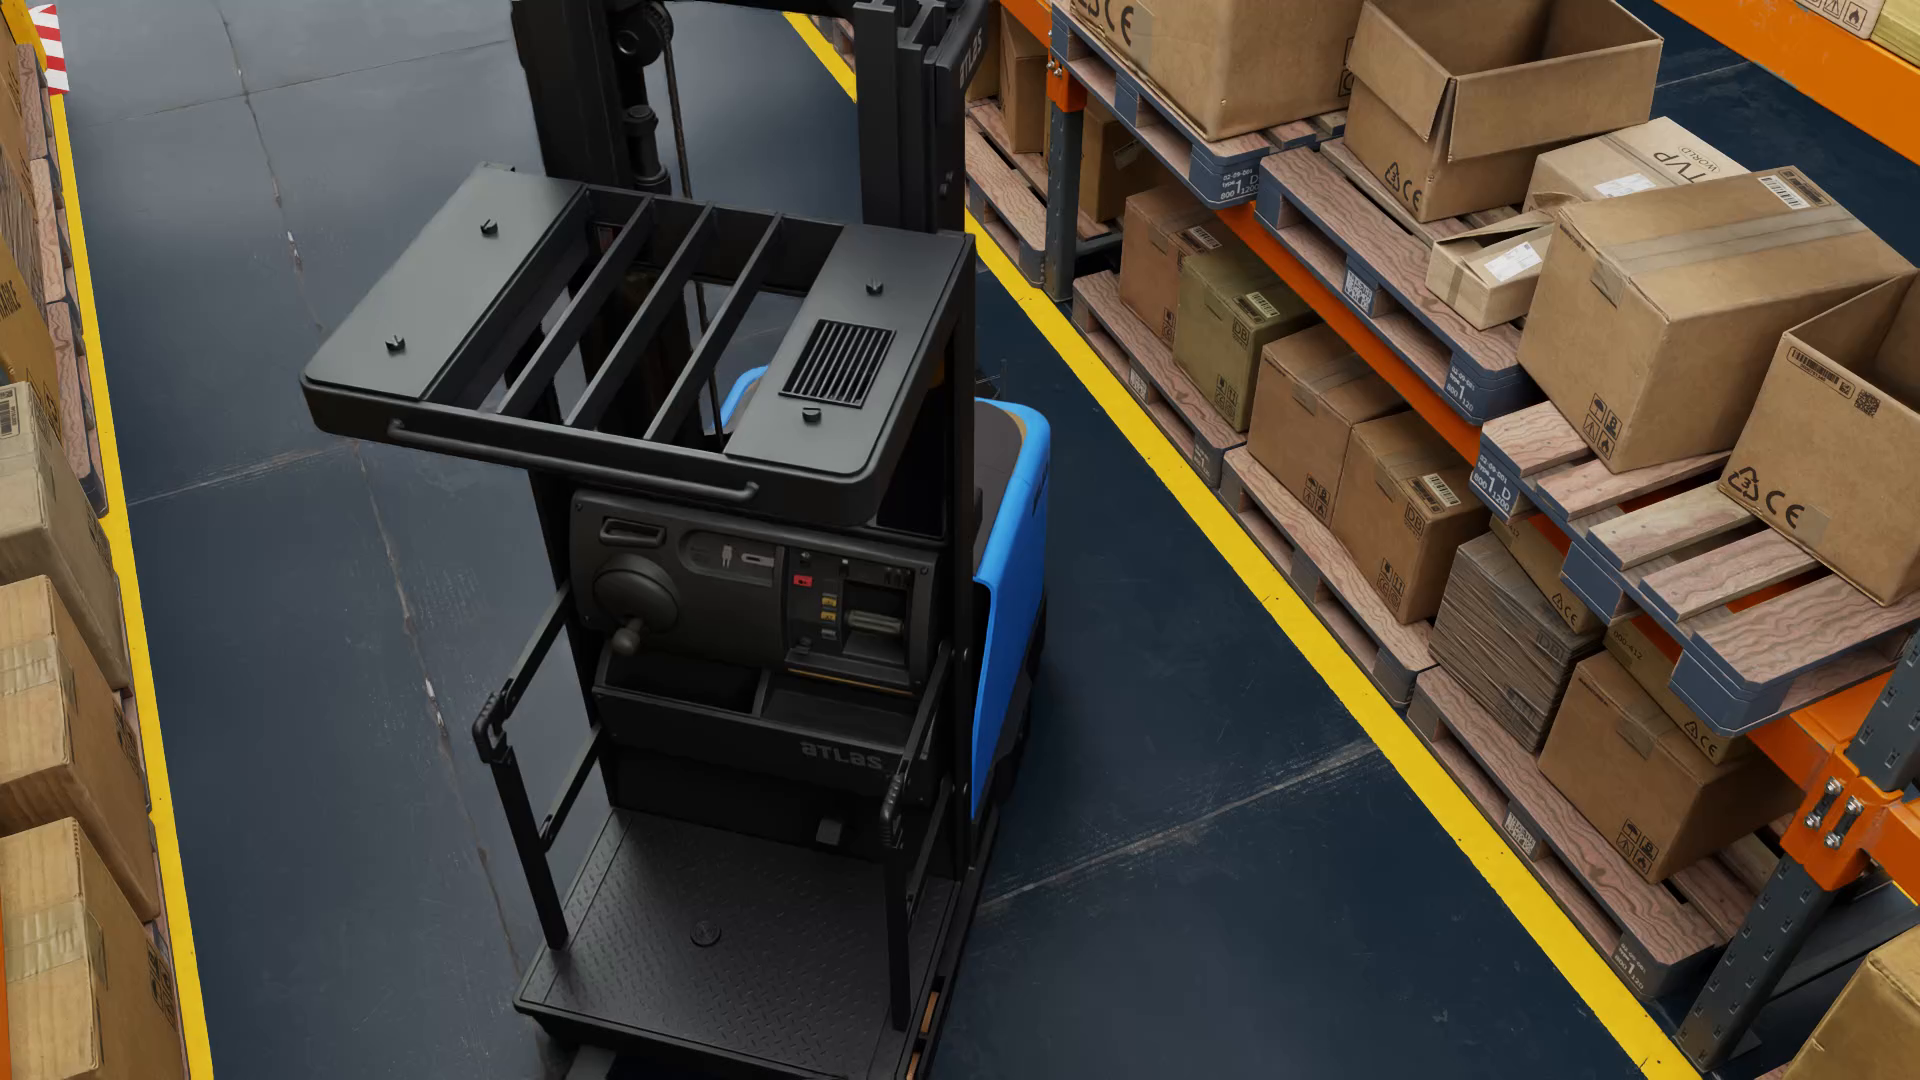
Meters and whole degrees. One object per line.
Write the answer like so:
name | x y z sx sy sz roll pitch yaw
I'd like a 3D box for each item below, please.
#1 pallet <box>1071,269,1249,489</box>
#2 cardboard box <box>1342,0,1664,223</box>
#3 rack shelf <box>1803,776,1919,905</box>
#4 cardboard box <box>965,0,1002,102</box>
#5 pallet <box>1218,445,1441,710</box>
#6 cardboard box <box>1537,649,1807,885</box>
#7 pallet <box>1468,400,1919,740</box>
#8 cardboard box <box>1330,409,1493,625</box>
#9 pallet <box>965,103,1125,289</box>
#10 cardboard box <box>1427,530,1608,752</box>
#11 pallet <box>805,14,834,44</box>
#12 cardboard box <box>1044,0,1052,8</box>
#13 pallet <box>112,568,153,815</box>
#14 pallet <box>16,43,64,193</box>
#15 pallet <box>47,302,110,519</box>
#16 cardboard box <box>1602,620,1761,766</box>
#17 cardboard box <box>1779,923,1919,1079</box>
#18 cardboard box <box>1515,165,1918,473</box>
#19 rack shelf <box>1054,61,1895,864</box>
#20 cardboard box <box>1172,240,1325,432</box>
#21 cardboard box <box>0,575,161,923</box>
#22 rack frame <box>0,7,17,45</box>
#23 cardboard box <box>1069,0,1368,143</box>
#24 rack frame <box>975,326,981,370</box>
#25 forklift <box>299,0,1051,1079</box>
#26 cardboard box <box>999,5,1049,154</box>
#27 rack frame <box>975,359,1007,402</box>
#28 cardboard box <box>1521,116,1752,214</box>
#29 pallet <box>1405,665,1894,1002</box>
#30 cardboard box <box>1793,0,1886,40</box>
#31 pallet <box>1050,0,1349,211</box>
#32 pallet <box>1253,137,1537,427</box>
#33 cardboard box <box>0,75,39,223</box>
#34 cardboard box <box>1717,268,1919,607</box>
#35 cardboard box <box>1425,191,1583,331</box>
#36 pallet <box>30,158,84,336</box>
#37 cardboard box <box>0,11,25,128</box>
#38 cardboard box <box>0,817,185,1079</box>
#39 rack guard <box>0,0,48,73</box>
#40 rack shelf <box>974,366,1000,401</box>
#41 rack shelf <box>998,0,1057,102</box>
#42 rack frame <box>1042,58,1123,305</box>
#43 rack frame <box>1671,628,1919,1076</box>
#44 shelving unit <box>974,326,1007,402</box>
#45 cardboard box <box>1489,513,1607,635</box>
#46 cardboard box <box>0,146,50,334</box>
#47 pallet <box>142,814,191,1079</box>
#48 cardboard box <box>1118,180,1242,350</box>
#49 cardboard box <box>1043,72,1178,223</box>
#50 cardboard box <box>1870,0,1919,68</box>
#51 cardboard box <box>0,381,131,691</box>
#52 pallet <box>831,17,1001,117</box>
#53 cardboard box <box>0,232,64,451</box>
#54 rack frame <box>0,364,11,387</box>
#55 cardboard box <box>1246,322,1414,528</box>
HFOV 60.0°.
pallet | 1.175 -0.798 6.908 1.003 0.211 1.213 -18 47 -17
cardboard box | 1.659 -1.395 5.155 0.797 0.503 0.637 -14 46 -13
rack shelf | 3.369 1.794 2.809 1.077 0.370 4.000 -18 47 -17
cardboard box | 0.134 -2.548 8.177 0.500 0.500 0.500 -22 49 -21
pallet | 1.692 -0.019 6.119 1.003 0.211 1.213 -18 47 -17
cardboard box | 2.228 0.575 4.998 0.700 0.500 0.500 -20 48 -19
pallet | 2.132 -0.091 4.344 1.213 0.211 1.003 -18 47 -17
cardboard box | 1.739 -0.134 5.716 0.700 0.500 0.500 -14 46 -14
pallet | 0.532 -1.711 7.834 1.003 0.211 1.213 -18 47 -17
cardboard box | 1.983 0.225 5.352 0.700 0.500 0.500 -22 49 -21
pallet | -0.494 -3.266 9.410 1.003 0.211 1.213 -18 47 -17
cardboard box | 0.489 -2.247 6.570 0.380 0.149 0.250 -18 47 -17
pallet | -3.304 0.576 5.516 1.003 0.211 1.213 -18 47 -17
pallet | -4.971 -1.956 8.082 1.003 0.211 1.213 -18 47 -17
pallet | -3.945 -0.401 6.506 1.003 0.211 1.213 -18 47 -17
cardboard box | 2.219 0.311 4.732 0.500 0.250 0.500 -16 47 -16
cardboard box | 2.799 1.316 3.995 1.225 0.875 0.875 -20 48 -19
cardboard box | 1.939 -0.581 4.333 0.700 0.500 0.500 -12 46 -12
rack shelf | 1.687 -0.755 5.392 1.077 0.370 4.000 -18 47 -17
cardboard box | 1.268 -0.846 6.438 0.700 0.500 0.500 -18 47 -18
cardboard box | -2.952 0.751 4.656 1.050 0.750 0.750 -18 47 -17
rack frame | -5.378 -3.435 7.595 1.000 3.000 0.127 -18 47 -17
cardboard box | 1.053 -2.101 5.518 1.000 1.000 1.000 -18 47 -17
rack frame | -0.039 -0.380 5.994 0.240 0.900 0.006 -18 47 -17
forklift | -0.568 0.231 3.929 1.130 2.935 3.031 10 46 10
cardboard box | 0.467 -2.175 7.800 0.500 0.500 0.500 -5 45 -5
rack frame | 0.046 -0.250 5.863 0.240 0.900 0.006 -18 47 -17
cardboard box | 2.032 -0.969 4.904 0.500 0.250 0.500 -19 48 -19
pallet | 2.201 0.757 5.332 1.003 0.211 1.213 -18 47 -17
cardboard box | 1.885 -1.294 3.397 0.500 0.250 0.500 -18 47 -18
pallet | 1.036 -1.688 5.961 1.003 0.211 1.213 -18 47 -17
pallet | 1.659 -0.918 5.181 1.003 0.211 1.213 -18 47 -17
cardboard box | -4.661 -1.855 7.208 0.875 0.875 0.875 -19 48 -18
cardboard box | 2.265 -0.254 4.002 0.500 0.500 0.500 -24 49 -22
cardboard box | 1.582 -0.822 4.744 0.396 0.266 0.258 -19 48 -19
pallet | -4.462 -1.179 7.295 1.003 0.211 1.213 -18 47 -17
cardboard box | -5.033 -2.415 7.776 0.875 0.875 0.875 -18 47 -17
cardboard box | -2.560 1.344 4.055 1.050 0.750 0.750 -17 47 -17
rack guard | -5.389 -2.560 8.489 1.175 0.500 0.348 -18 47 -17
rack shelf | 0.003 -0.484 5.762 0.258 0.077 0.200 -18 47 -17
rack shelf | 0.005 -3.304 7.976 1.077 0.370 4.000 -18 47 -17
rack frame | 0.846 -2.286 6.431 1.000 3.000 0.127 -18 47 -17
rack frame | 2.528 0.263 3.848 1.000 3.000 0.127 -18 47 -17
shelving unit | 0.003 -0.315 5.929 0.258 0.900 0.210 -18 47 -17
cardboard box | 1.987 -0.024 5.071 0.500 0.250 0.500 -13 46 -13
cardboard box | -4.280 -1.274 6.619 0.875 0.875 0.875 -18 47 -17
pallet | -2.787 1.355 4.726 1.003 0.211 1.213 -18 47 -17
cardboard box | 1.085 -1.155 6.752 0.700 0.500 0.500 -22 49 -20
cardboard box | 0.714 -1.812 7.432 0.500 0.500 0.500 -19 48 -19
cardboard box | 2.106 -0.982 3.081 0.500 0.250 0.500 -18 47 -17
cardboard box | -3.354 0.135 5.281 1.050 0.750 0.750 -18 47 -18
pallet | 0.015 -2.490 8.623 1.003 0.211 1.213 -18 47 -17
cardboard box | -3.897 -0.700 6.038 0.875 0.875 0.875 -17 47 -17
rack frame | -3.697 -0.886 5.012 1.000 3.000 0.127 -18 47 -17
cardboard box | 1.504 -0.489 6.077 0.700 0.500 0.500 -22 49 -21
